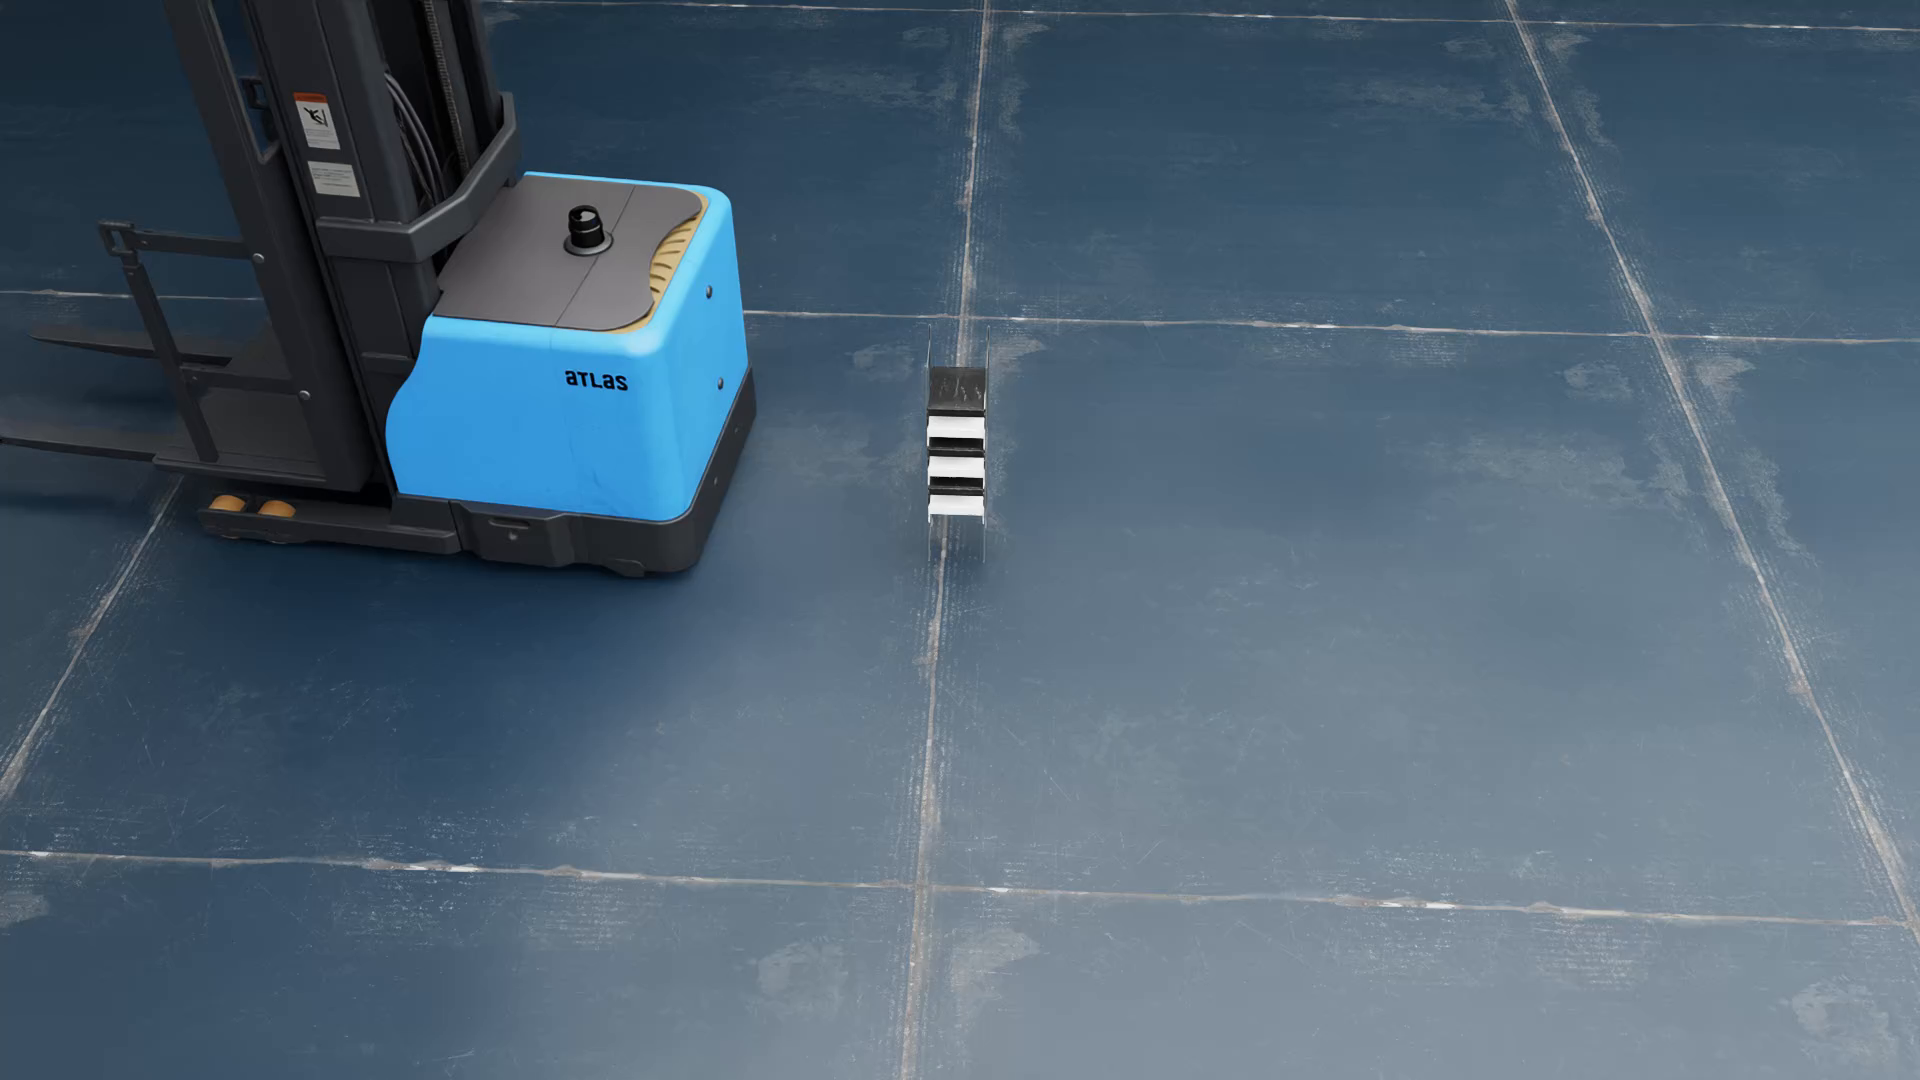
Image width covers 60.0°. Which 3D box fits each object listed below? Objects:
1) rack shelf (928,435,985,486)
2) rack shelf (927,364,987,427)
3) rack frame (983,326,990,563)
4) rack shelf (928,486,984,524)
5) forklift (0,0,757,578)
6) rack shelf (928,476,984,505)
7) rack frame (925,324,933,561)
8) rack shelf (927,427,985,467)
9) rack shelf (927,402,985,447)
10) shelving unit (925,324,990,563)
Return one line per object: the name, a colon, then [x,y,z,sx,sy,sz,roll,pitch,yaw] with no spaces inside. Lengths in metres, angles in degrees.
rack shelf: [-0.008,-0.305,5.966,0.200,0.077,0.258,2,43,2]
rack shelf: [-0.008,-0.503,5.782,0.200,0.077,0.258,2,43,2]
rack frame: [0.093,-0.326,5.940,0.006,0.900,0.240,2,43,2]
rack shelf: [-0.008,-0.173,6.089,0.200,0.077,0.258,2,43,2]
forklift: [-2.381,-1.405,5.608,3.031,2.935,1.130,6,43,7]
rack shelf: [-0.008,-0.239,6.028,0.200,0.077,0.258,2,43,2]
rack frame: [-0.110,-0.333,5.947,0.006,0.900,0.240,2,43,2]
rack shelf: [-0.008,-0.371,5.905,0.200,0.077,0.258,2,43,2]
rack shelf: [-0.008,-0.437,5.844,0.200,0.077,0.258,2,43,2]
shelving unit: [-0.008,-0.330,5.944,0.210,0.900,0.258,2,43,2]
